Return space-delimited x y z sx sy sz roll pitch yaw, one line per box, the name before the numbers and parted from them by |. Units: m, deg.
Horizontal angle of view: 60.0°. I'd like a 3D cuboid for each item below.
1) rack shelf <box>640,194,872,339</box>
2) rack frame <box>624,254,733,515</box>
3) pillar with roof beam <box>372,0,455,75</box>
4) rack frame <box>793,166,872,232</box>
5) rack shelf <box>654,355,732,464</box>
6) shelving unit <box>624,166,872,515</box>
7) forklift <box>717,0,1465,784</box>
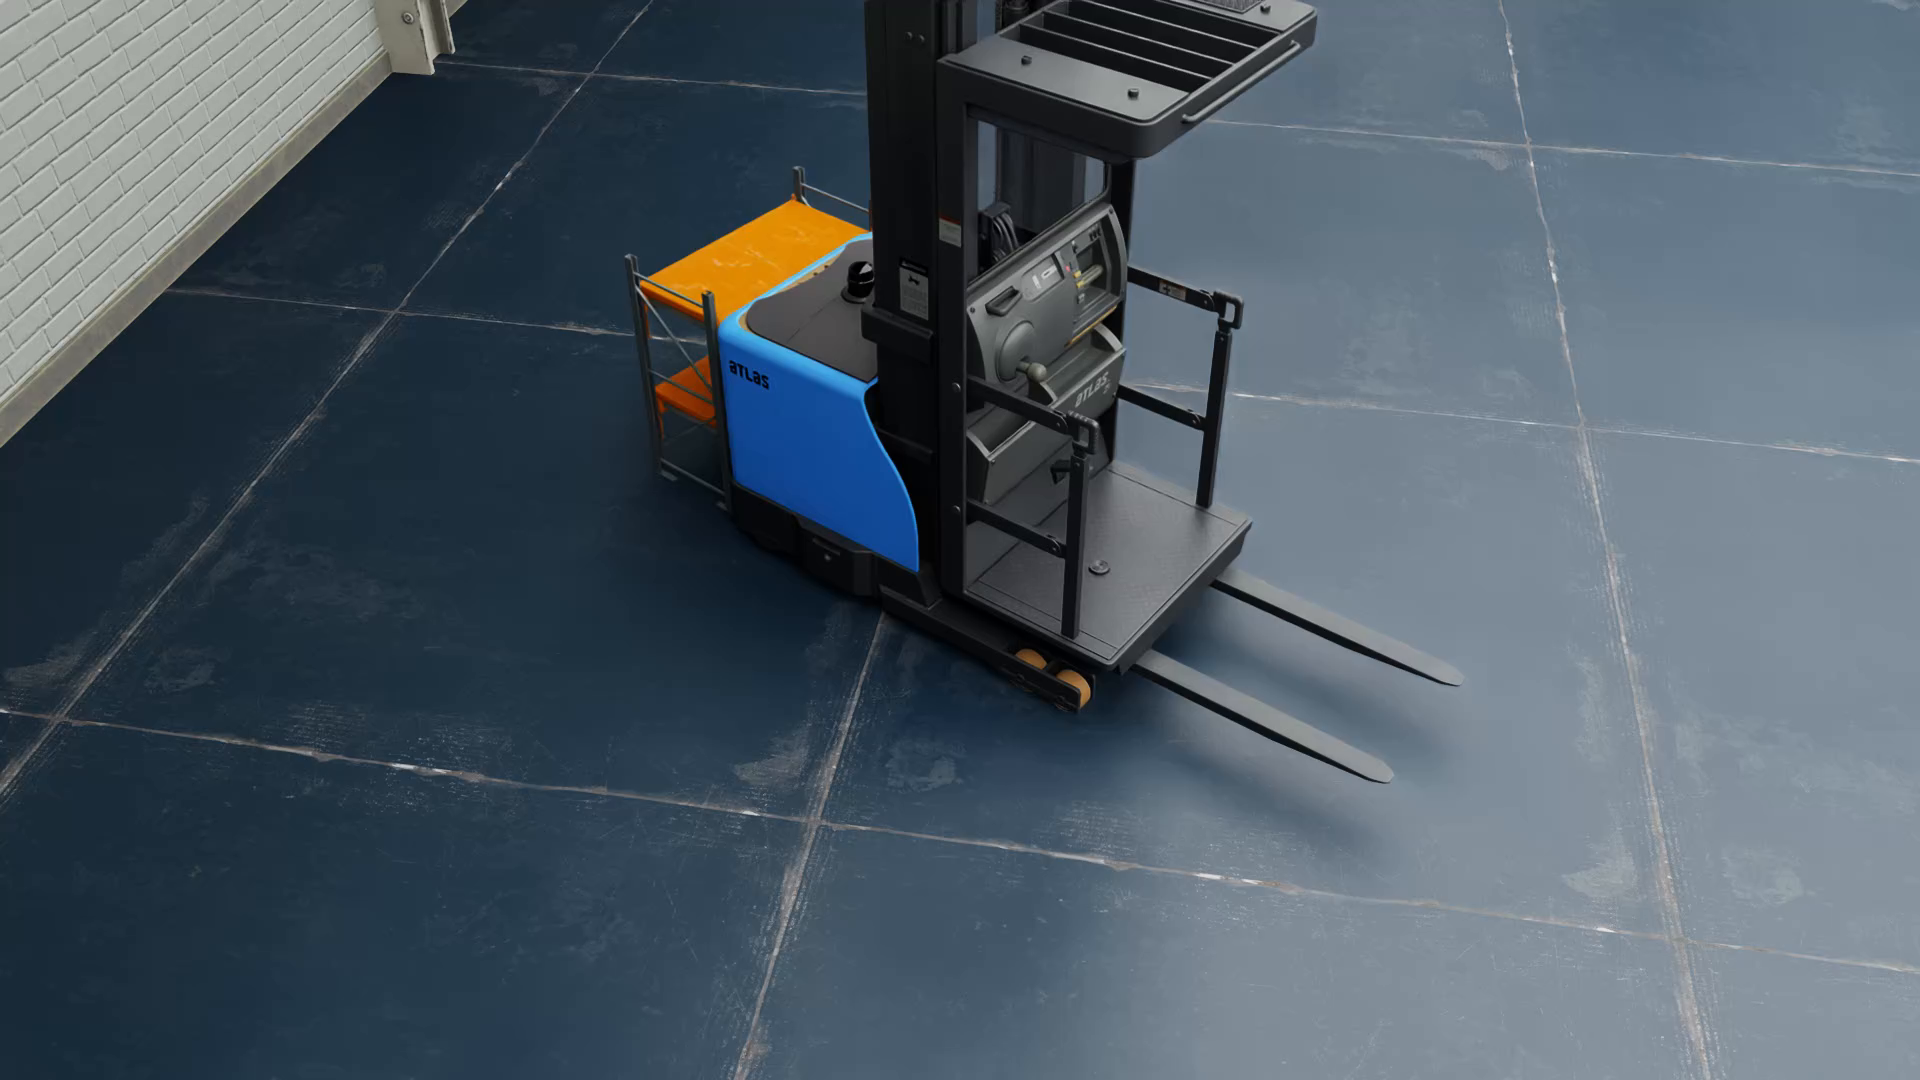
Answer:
rack shelf | -0.873 -1.129 7.274 0.538 0.278 1.000 27 47 29
rack frame | -1.193 -0.652 7.155 0.500 1.125 0.032 27 47 29
pillar with roof beam | 0.640 -6.199 7.686 9.100 9.000 0.400 6 40 8
rack frame | -0.554 -1.156 7.765 0.500 1.125 0.032 27 47 29
rack shelf | -0.873 -0.715 7.616 0.538 0.278 1.000 27 47 29
shelving unit | -0.873 -0.904 7.460 0.538 1.125 1.048 27 47 29
forklift | 0.497 -0.848 5.975 3.031 2.935 1.130 26 46 28
